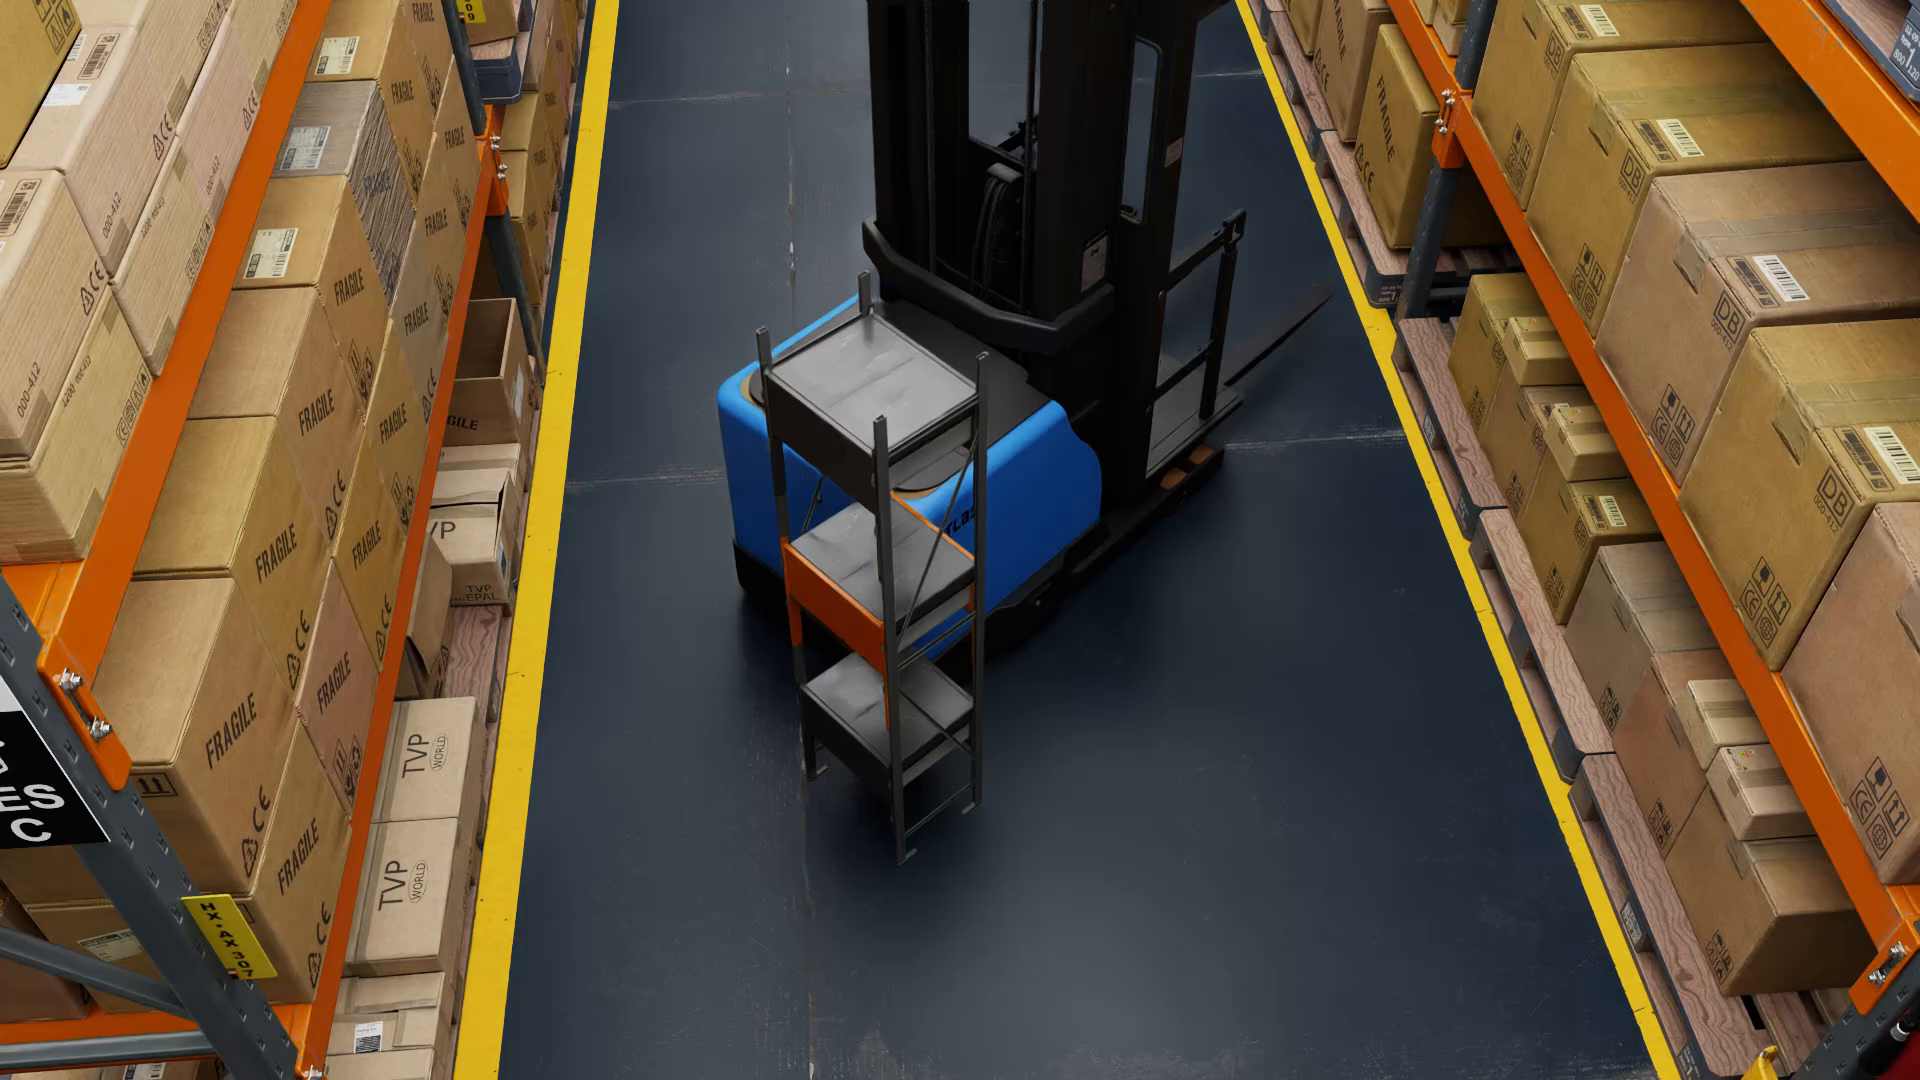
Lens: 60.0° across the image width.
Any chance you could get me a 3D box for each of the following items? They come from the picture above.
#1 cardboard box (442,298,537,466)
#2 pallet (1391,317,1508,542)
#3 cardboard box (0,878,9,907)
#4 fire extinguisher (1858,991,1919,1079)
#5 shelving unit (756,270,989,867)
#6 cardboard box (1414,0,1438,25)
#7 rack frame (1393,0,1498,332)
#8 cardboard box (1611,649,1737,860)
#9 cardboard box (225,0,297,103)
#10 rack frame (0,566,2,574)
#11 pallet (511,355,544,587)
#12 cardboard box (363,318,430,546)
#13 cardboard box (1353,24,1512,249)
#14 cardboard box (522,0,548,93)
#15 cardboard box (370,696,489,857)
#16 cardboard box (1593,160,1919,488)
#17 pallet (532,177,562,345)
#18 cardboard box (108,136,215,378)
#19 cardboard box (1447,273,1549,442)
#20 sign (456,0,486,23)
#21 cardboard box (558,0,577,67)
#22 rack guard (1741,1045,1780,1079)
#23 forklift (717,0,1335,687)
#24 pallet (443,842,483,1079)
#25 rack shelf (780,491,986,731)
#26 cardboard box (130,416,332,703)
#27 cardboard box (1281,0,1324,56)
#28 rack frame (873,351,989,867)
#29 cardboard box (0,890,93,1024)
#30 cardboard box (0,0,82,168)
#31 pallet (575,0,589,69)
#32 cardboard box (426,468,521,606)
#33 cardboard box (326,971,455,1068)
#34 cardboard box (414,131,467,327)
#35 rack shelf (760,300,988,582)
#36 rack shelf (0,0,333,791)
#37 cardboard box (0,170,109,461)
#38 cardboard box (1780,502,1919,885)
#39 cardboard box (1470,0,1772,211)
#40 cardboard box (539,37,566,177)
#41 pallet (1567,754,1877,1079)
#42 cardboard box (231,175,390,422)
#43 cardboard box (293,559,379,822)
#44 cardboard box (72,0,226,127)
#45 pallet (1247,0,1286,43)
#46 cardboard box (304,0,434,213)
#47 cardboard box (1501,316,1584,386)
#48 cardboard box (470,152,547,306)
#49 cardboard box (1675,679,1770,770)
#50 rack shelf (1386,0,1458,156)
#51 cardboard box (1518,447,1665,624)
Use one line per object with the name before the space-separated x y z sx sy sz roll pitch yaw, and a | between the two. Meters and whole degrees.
cardboard box | -2.057 -0.635 6.840 0.500 0.500 0.500 -3 47 -3
pallet | 2.534 -0.528 7.241 1.003 0.211 1.213 -3 47 -3
cardboard box | -2.364 0.472 3.616 0.500 0.500 0.500 -4 47 -4
fire extinguisher | 2.436 1.144 4.047 0.296 0.674 0.183 -3 47 -3
shelving unit | -0.240 0.187 5.263 0.431 2.100 0.503 -34 55 -28
cardboard box | 2.193 -2.371 7.225 0.380 0.149 0.250 -3 47 -3
rack frame | 2.548 -2.042 6.754 1.000 3.000 0.127 -3 47 -3
cardboard box | 2.683 0.705 5.585 0.700 0.500 0.500 -4 47 -3
cardboard box | -1.963 -1.297 4.086 0.500 0.250 0.500 -3 47 -3
rack frame | -2.053 -0.907 1.548 1.000 3.000 0.127 -3 47 -3
pallet | -2.331 -0.282 7.009 1.003 0.211 1.213 -3 47 -3
cardboard box | -1.955 -0.314 5.049 0.500 0.500 0.500 -3 47 -3
cardboard box | 2.364 -1.909 7.820 0.750 0.750 0.750 -3 47 -3
cardboard box | -2.269 -2.376 7.973 0.500 0.250 0.500 -3 47 -3
cardboard box | -1.899 0.816 5.638 0.500 0.250 0.500 -3 47 -3
cardboard box | 2.704 -0.697 5.274 0.980 0.700 0.700 -6 47 -5
pallet | -2.494 -1.365 8.034 1.003 0.211 1.213 -3 47 -3
cardboard box | -1.872 -0.574 3.401 0.500 0.250 0.500 -3 47 -3
cardboard box | 2.509 -0.779 6.991 0.700 0.500 0.500 -3 47 -3
sign | -1.848 -2.074 6.189 0.100 0.325 0.005 -3 47 -3
cardboard box | -2.367 -2.887 8.973 0.500 0.500 0.500 -5 47 -5
rack guard | 2.885 1.729 4.905 1.175 0.500 0.348 -3 47 -3
forklift | 0.474 -1.371 6.166 1.130 2.935 3.031 33 55 27
pallet | -2.127 1.483 5.337 1.003 0.211 1.213 -3 47 -3
rack shelf | -0.240 0.196 5.273 0.431 0.518 0.480 -34 55 -28
cardboard box | -1.879 0.063 4.003 0.500 0.500 0.500 -3 47 -3
cardboard box | 2.211 -3.167 9.011 0.750 0.750 0.750 -4 47 -3
rack frame | -0.073 0.317 5.140 0.400 2.100 0.015 -34 55 -28
cardboard box | -2.362 0.814 3.981 0.500 0.500 0.500 -2 47 -2
cardboard box | -2.070 -0.991 2.936 0.700 0.500 0.500 -3 47 -3
pallet | -2.698 -3.131 9.706 1.003 0.211 1.213 -3 47 -3
cardboard box | -1.995 -0.027 6.395 0.500 0.311 0.500 -3 47 -3
cardboard box | -1.766 1.474 5.073 0.380 0.166 0.250 -3 47 -3
cardboard box | -2.046 -1.053 5.749 0.500 0.500 0.500 -2 47 -2
rack shelf | -0.240 -0.285 4.765 0.431 0.518 0.480 -34 55 -28
rack shelf | -2.220 -1.075 4.268 1.077 0.370 4.000 -3 47 -3
cardboard box | -1.837 -0.383 2.877 0.500 0.250 0.500 -3 47 -3
cardboard box | 2.830 0.381 4.253 0.980 0.700 0.700 -2 47 -1
cardboard box | 2.577 -1.752 6.273 0.980 0.700 0.700 -3 47 -3
cardboard box | -2.276 -2.142 8.268 0.500 0.500 0.500 -3 47 -3
pallet | 2.738 1.237 5.569 1.003 0.211 1.213 -3 47 -3
cardboard box | -1.959 -0.667 4.695 0.500 0.500 0.500 -4 47 -4
cardboard box | -1.876 0.412 4.362 0.500 0.500 0.500 -4 47 -4
cardboard box | -1.920 -1.107 3.562 0.500 0.250 0.500 -3 47 -3
pallet | 2.204 -3.402 9.963 1.003 0.211 1.213 -3 47 -3
cardboard box | -2.042 -1.396 5.385 0.500 0.500 0.500 -4 47 -4
cardboard box | 2.355 -0.744 6.510 0.380 0.149 0.250 -2 47 -2
cardboard box | -2.185 -1.395 7.560 0.500 0.500 0.500 -5 47 -5
cardboard box | 2.510 0.577 5.260 0.380 0.149 0.250 -2 47 -2
rack shelf | 2.381 -3.242 8.386 1.077 0.370 4.000 -3 47 -3
cardboard box | 2.588 -0.044 6.295 0.700 0.500 0.500 -3 47 -2
